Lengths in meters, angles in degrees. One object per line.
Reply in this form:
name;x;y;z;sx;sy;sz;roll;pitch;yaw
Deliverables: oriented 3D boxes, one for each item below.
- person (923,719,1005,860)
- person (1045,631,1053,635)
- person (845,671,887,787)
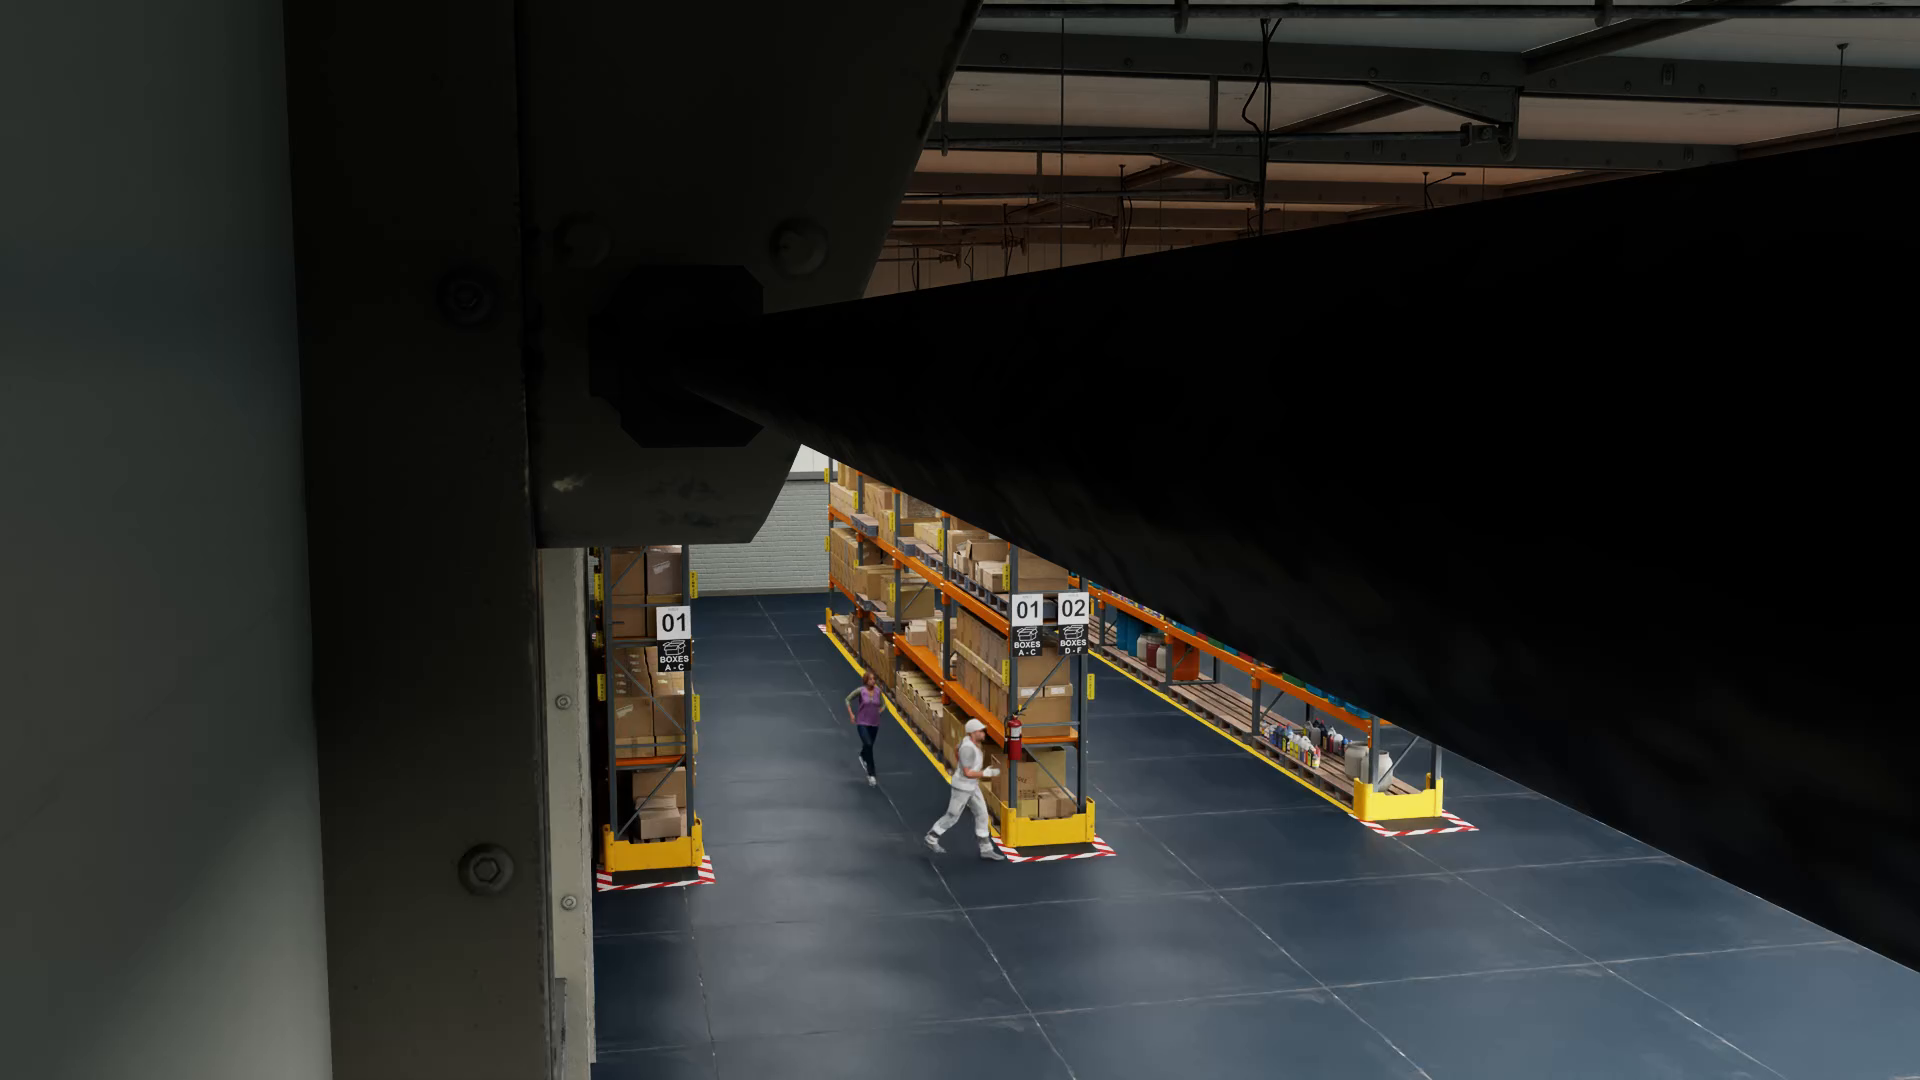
person;0.040;3.033;20.308;1.021;1.763;0.696;2;7;18
person;1.463;1.799;30.951;0.635;1.776;0.866;-2;7;-15
person;-1.359;2.683;24.073;0.571;1.620;0.869;-3;7;-25
